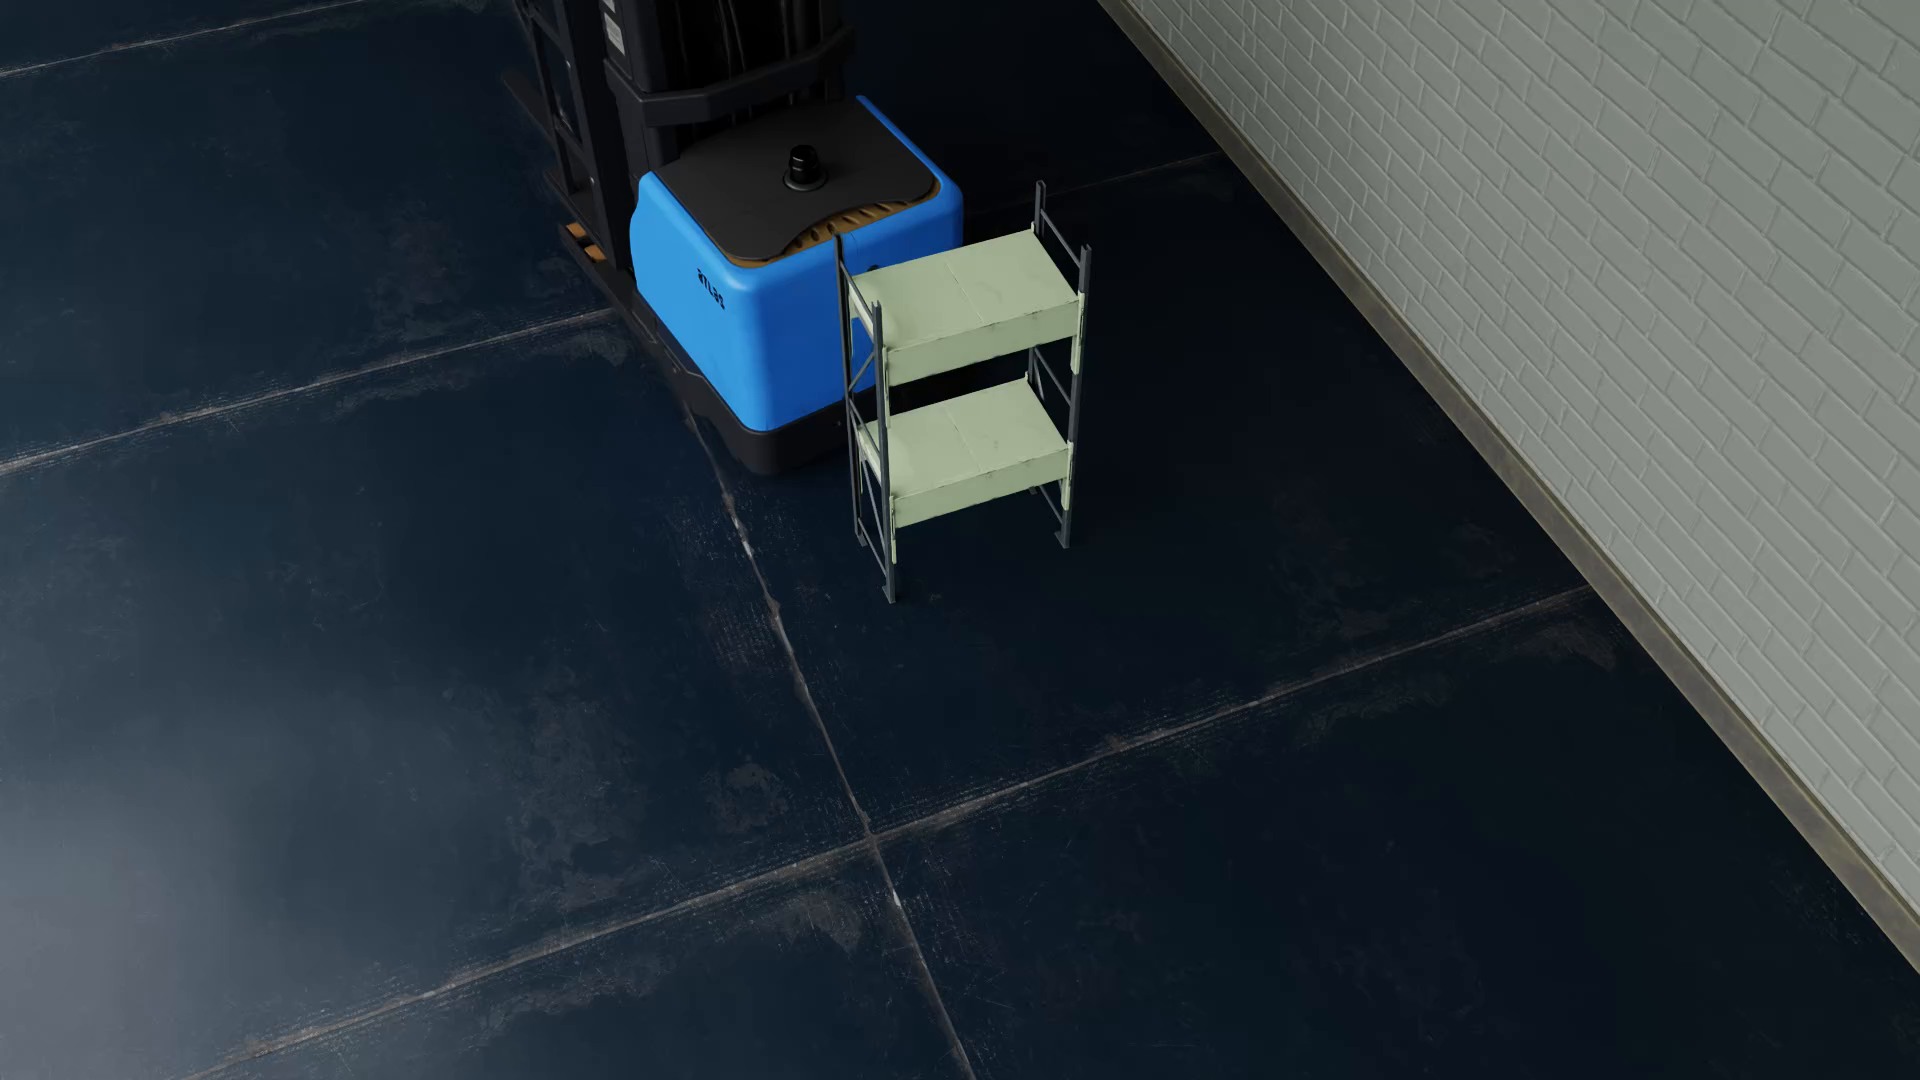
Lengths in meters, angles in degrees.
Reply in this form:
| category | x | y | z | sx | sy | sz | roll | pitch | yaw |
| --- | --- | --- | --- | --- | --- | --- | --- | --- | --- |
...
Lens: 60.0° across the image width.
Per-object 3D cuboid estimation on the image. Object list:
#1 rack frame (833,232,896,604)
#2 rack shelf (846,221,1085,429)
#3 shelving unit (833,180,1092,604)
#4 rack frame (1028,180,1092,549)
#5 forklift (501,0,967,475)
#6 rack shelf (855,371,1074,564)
| category | x | y | z | sx | sy | sz | roll | pitch | yaw |
| --- | --- | --- | --- | --- | --- | --- | --- | --- | --- |
| rack frame | -0.333 | -0.386 | 5.933 | 0.023 | 1.500 | 0.400 | -17 | 52 | -14 |
| rack shelf | 0.006 | -0.745 | 5.727 | 0.720 | 0.370 | 0.431 | -17 | 52 | -14 |
| shelving unit | 0.006 | -0.491 | 6.023 | 0.755 | 1.500 | 0.431 | -17 | 52 | -14 |
| rack frame | 0.345 | -0.596 | 6.114 | 0.023 | 1.500 | 0.400 | -17 | 52 | -14 |
| forklift | -1.191 | -2.318 | 6.649 | 1.130 | 2.935 | 3.031 | -26 | 54 | -21 |
| rack shelf | 0.006 | -0.278 | 6.271 | 0.720 | 0.370 | 0.431 | -17 | 52 | -14 |
